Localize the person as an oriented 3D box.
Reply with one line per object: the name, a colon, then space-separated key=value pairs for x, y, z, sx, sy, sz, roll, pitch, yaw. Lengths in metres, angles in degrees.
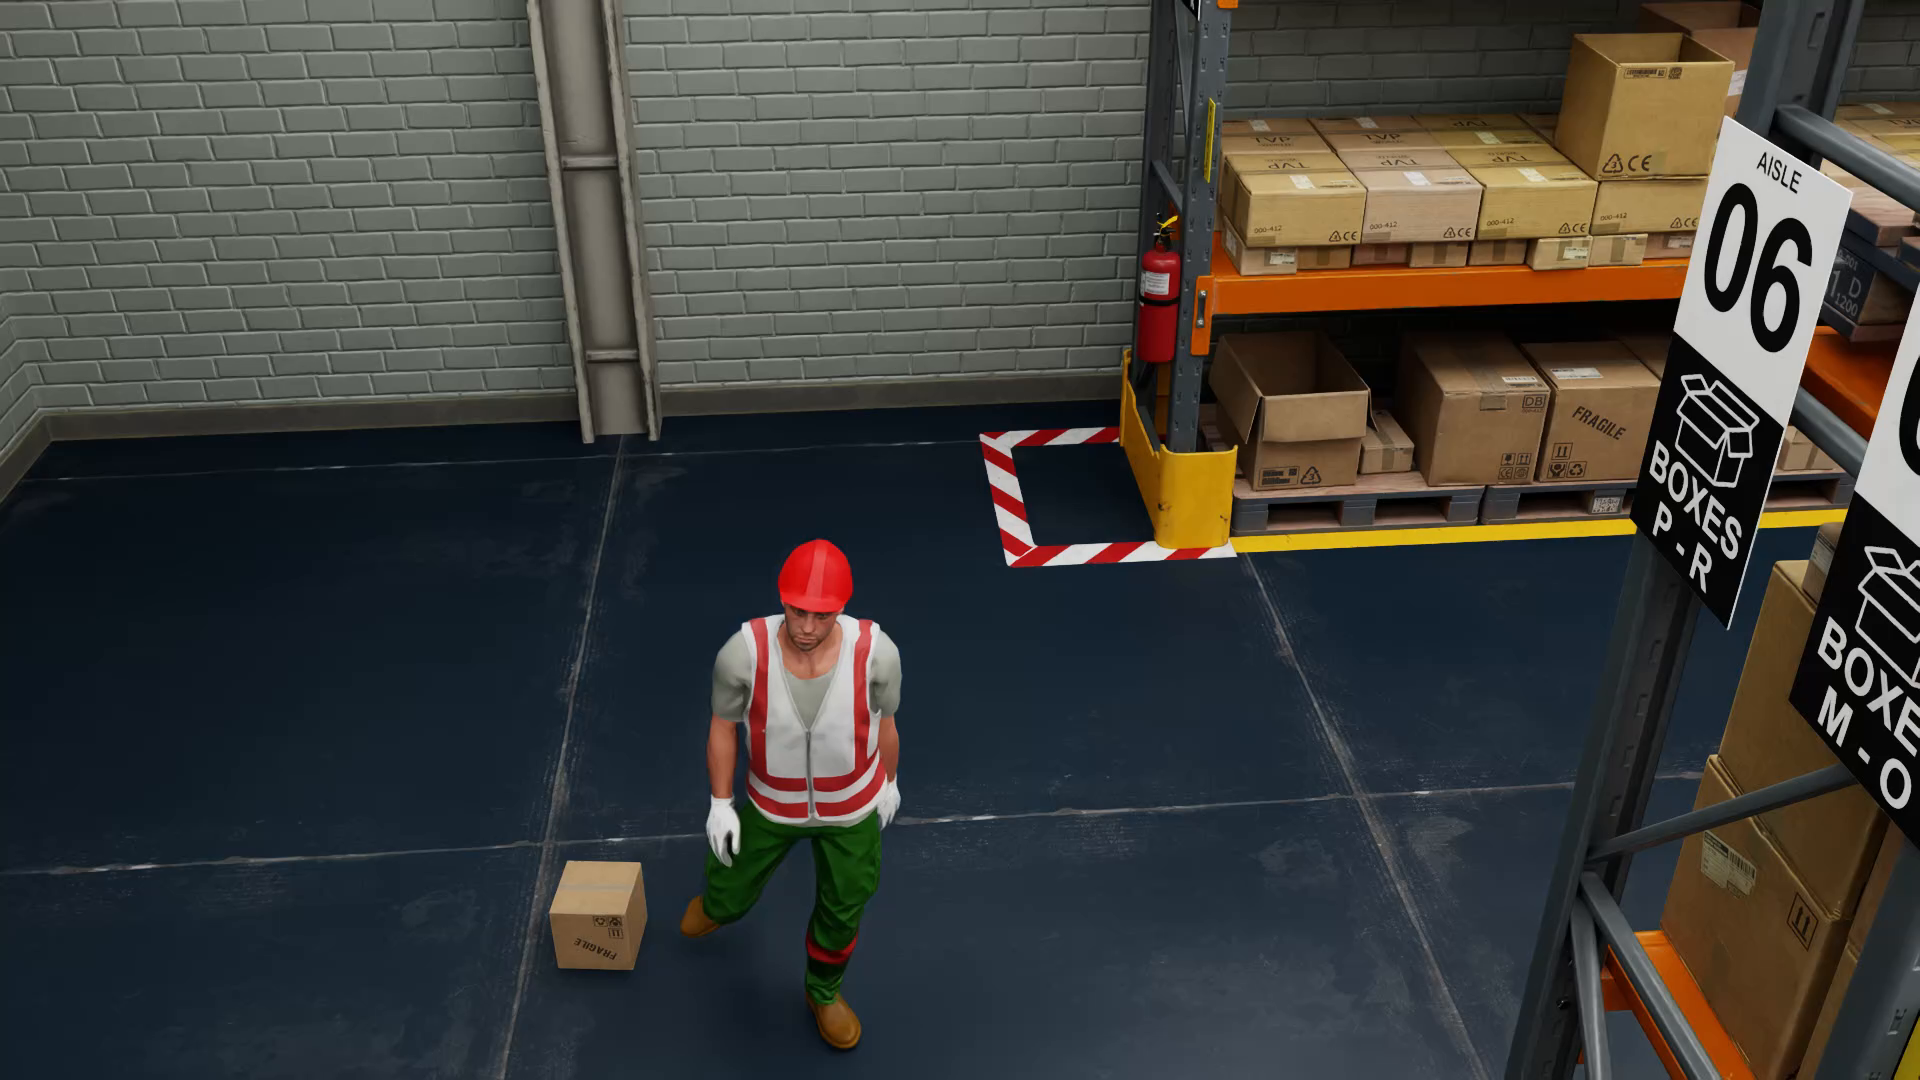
person: x=-0.539 y=0.706 z=4.926 sx=0.747 sy=1.774 sz=0.614 roll=-1 pitch=31 yaw=-2
